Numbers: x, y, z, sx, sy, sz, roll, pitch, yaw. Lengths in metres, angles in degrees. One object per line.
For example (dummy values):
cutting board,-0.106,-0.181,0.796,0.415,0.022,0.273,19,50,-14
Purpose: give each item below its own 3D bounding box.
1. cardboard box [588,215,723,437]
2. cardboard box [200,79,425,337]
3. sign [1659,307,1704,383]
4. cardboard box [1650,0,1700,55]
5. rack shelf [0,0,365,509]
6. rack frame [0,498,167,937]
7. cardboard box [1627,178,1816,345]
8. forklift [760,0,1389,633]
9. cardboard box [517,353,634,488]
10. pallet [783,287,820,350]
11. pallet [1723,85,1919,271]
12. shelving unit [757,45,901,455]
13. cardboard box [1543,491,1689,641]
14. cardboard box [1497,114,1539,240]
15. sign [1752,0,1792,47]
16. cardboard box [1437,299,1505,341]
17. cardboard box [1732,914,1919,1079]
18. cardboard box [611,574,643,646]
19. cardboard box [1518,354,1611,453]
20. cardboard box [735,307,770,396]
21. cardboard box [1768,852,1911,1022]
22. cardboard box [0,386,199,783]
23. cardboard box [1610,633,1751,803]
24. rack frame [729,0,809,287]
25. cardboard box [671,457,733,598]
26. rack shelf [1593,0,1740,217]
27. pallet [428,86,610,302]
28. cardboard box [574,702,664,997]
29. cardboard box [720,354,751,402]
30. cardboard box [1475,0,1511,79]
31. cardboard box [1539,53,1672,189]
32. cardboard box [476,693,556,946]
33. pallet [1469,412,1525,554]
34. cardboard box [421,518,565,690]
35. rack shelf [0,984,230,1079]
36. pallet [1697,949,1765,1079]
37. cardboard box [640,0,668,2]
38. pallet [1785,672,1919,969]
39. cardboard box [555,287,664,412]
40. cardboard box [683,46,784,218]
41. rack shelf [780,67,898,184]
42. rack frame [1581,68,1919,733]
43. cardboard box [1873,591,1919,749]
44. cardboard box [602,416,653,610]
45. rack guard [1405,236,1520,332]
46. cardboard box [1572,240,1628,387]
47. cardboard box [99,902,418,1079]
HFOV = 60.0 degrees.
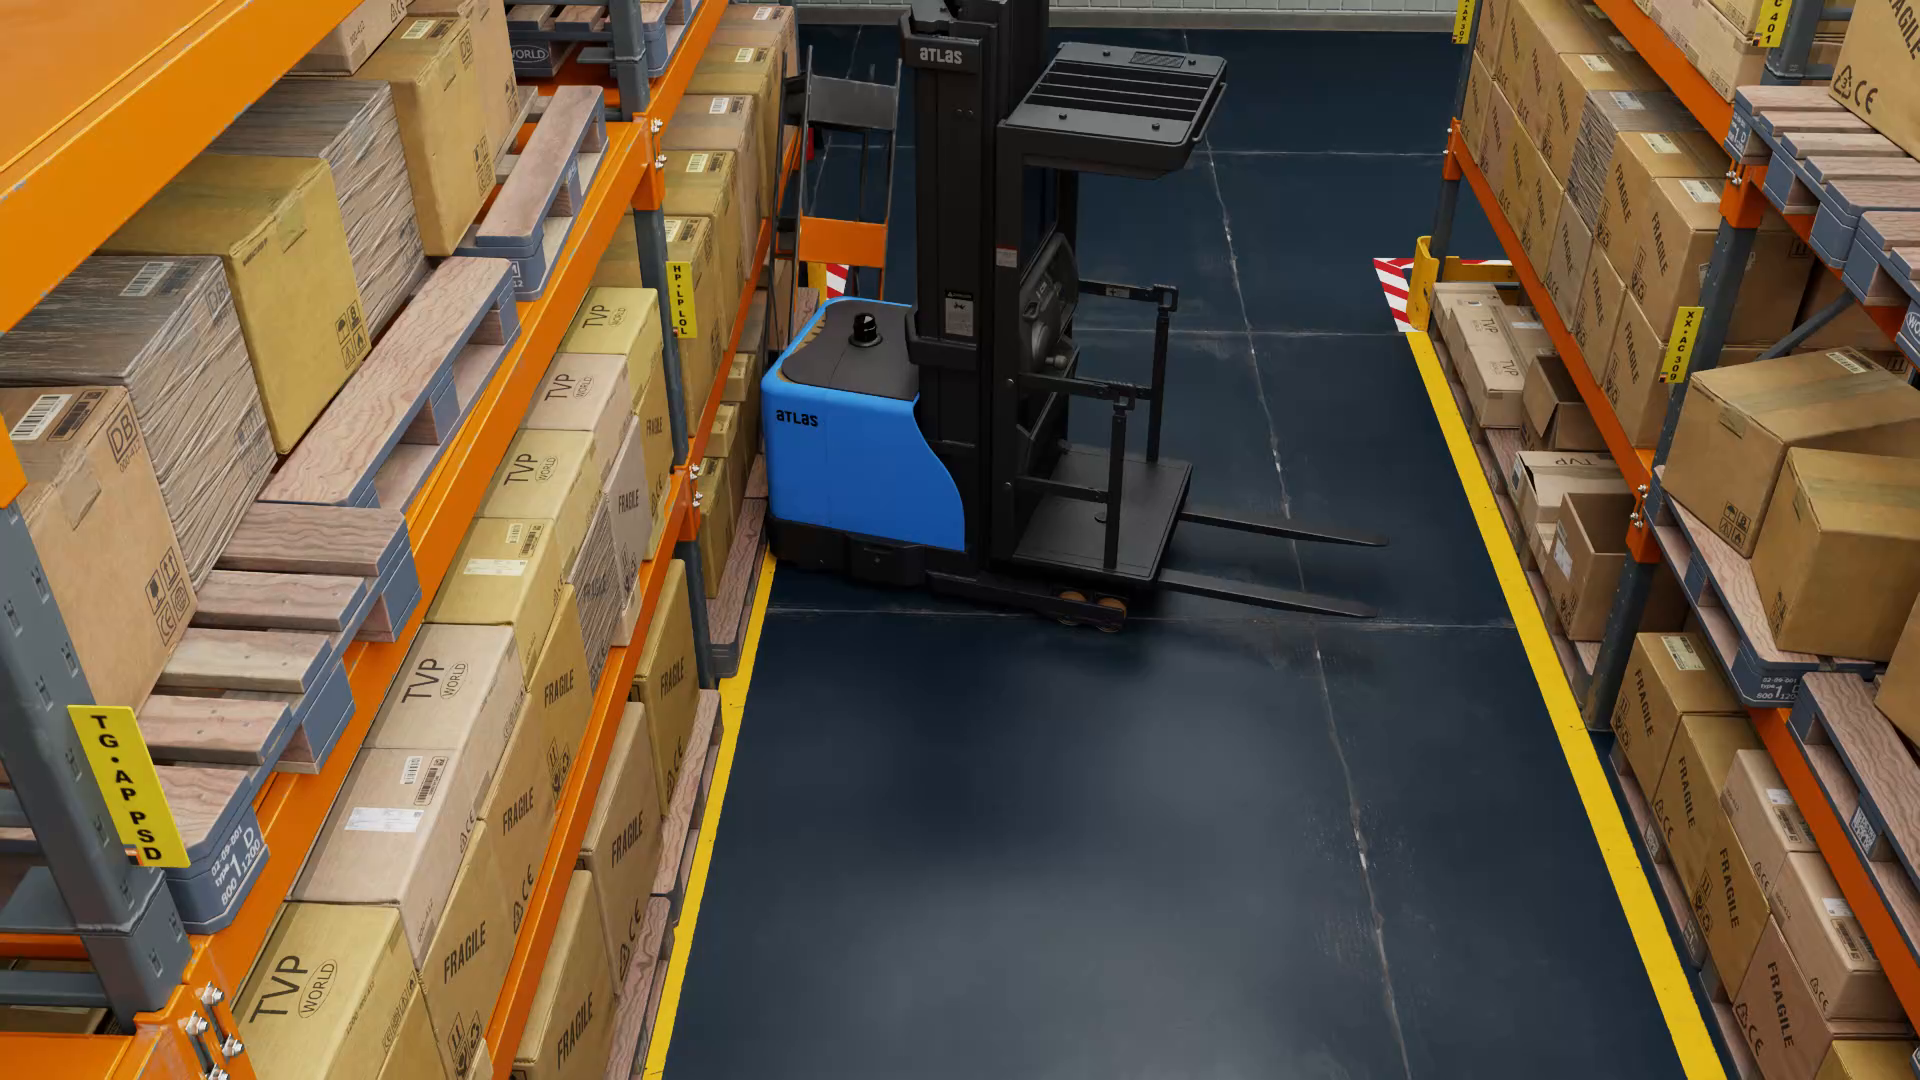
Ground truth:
cardboard box,-1.591,-0.933,7.154,0.980,0.700,0.700,2,35,3
cardboard box,-1.816,-0.836,4.199,0.700,0.500,0.500,1,35,2
sign,2.778,-0.749,6.400,0.100,0.325,0.005,1,35,2
cardboard box,3.105,-2.125,6.633,0.500,0.250,0.500,1,35,2
rack shelf,-1.709,-1.346,3.759,1.077,0.370,4.000,1,35,2
rack frame,-1.790,-0.655,1.802,1.000,3.000,0.127,1,35,2
cardboard box,3.082,-1.133,6.743,0.500,0.500,0.500,2,35,2
forklift,0.602,-1.093,7.702,3.031,2.935,1.130,10,36,14
cardboard box,-1.422,-0.409,5.653,0.500,0.250,0.500,2,35,3
pallet,-1.422,-1.195,10.213,1.003,0.211,1.213,1,35,2
pallet,3.225,-1.164,5.298,1.213,0.211,1.003,1,35,2
shelving unit,-0.699,-1.469,8.753,0.503,2.100,0.431,1,10,-26
cardboard box,3.060,0.122,7.705,0.500,0.500,0.500,1,35,2
cardboard box,3.162,-1.892,8.692,0.500,0.500,0.500,1,35,2
sign,2.778,-1.834,5.638,0.100,0.325,0.005,1,35,2
cardboard box,3.111,-1.329,10.060,0.380,0.166,0.250,1,35,2
cardboard box,2.999,1.612,5.584,0.500,0.500,0.500,0,35,0
cardboard box,-1.354,0.243,5.942,0.380,0.149,0.250,1,35,2
cardboard box,3.391,-0.625,8.765,0.797,0.503,0.637,1,35,2
cardboard box,-1.436,-0.965,9.269,0.700,0.500,0.500,0,35,0
cardboard box,2.998,1.284,5.399,0.500,0.250,0.500,1,35,1
cardboard box,-1.828,0.076,2.900,0.700,0.500,0.500,-1,35,-2
cardboard box,3.058,0.728,6.842,0.500,0.500,0.500,0,35,0
rack frame,-1.468,-2.797,10.067,1.000,3.000,0.127,1,35,2
cardboard box,-1.497,-0.075,8.003,0.700,0.500,0.500,2,35,2
rack shelf,3.401,-2.469,7.617,1.077,0.370,4.000,1,35,2
pallet,-1.617,-1.120,5.238,0.805,0.209,1.217,0,35,0
cardboard box,-1.558,1.096,6.032,0.750,0.750,0.750,2,35,3
cardboard box,-1.280,-0.833,8.517,0.380,0.149,0.250,0,35,1
cardboard box,3.200,-2.886,9.237,0.500,0.500,0.500,2,35,3
cardboard box,3.142,-2.006,7.985,0.500,0.500,0.500,1,35,1
cardboard box,-1.463,0.769,4.629,0.500,0.500,0.500,1,35,2
pallet,3.396,-0.343,9.000,1.003,0.211,1.213,1,35,2
cardboard box,-1.463,0.177,4.820,0.500,0.250,0.500,1,35,1
rack shelf,-1.870,2.015,1.236,1.077,0.370,4.000,1,35,2
pallet,3.280,1.925,5.773,1.003,0.211,1.213,1,35,2
cardboard box,-1.338,-2.268,6.384,0.500,0.250,0.500,1,35,2
pallet,3.234,0.873,5.012,1.003,0.211,1.213,1,35,2
cardboard box,-1.392,-0.702,6.071,0.500,0.250,0.500,2,35,3
cardboard box,-1.497,-2.208,8.968,0.980,0.700,0.700,1,35,2
rack shelf,-0.642,-2.145,8.650,0.480,0.518,0.431,1,10,-26
rack frame,3.321,-0.387,6.637,1.000,3.000,0.127,1,35,2
cardboard box,3.312,0.417,5.041,0.700,0.500,0.500,-7,36,-10
cardboard box,-1.406,-0.105,5.874,0.500,0.500,0.500,2,35,2
rack guard,3.478,-1.618,10.564,1.175,0.500,0.348,1,35,2
cardboard box,3.104,-1.017,7.447,0.500,0.500,0.500,2,35,3
cardboard box,-1.513,1.050,3.578,0.500,0.250,0.500,2,35,3
